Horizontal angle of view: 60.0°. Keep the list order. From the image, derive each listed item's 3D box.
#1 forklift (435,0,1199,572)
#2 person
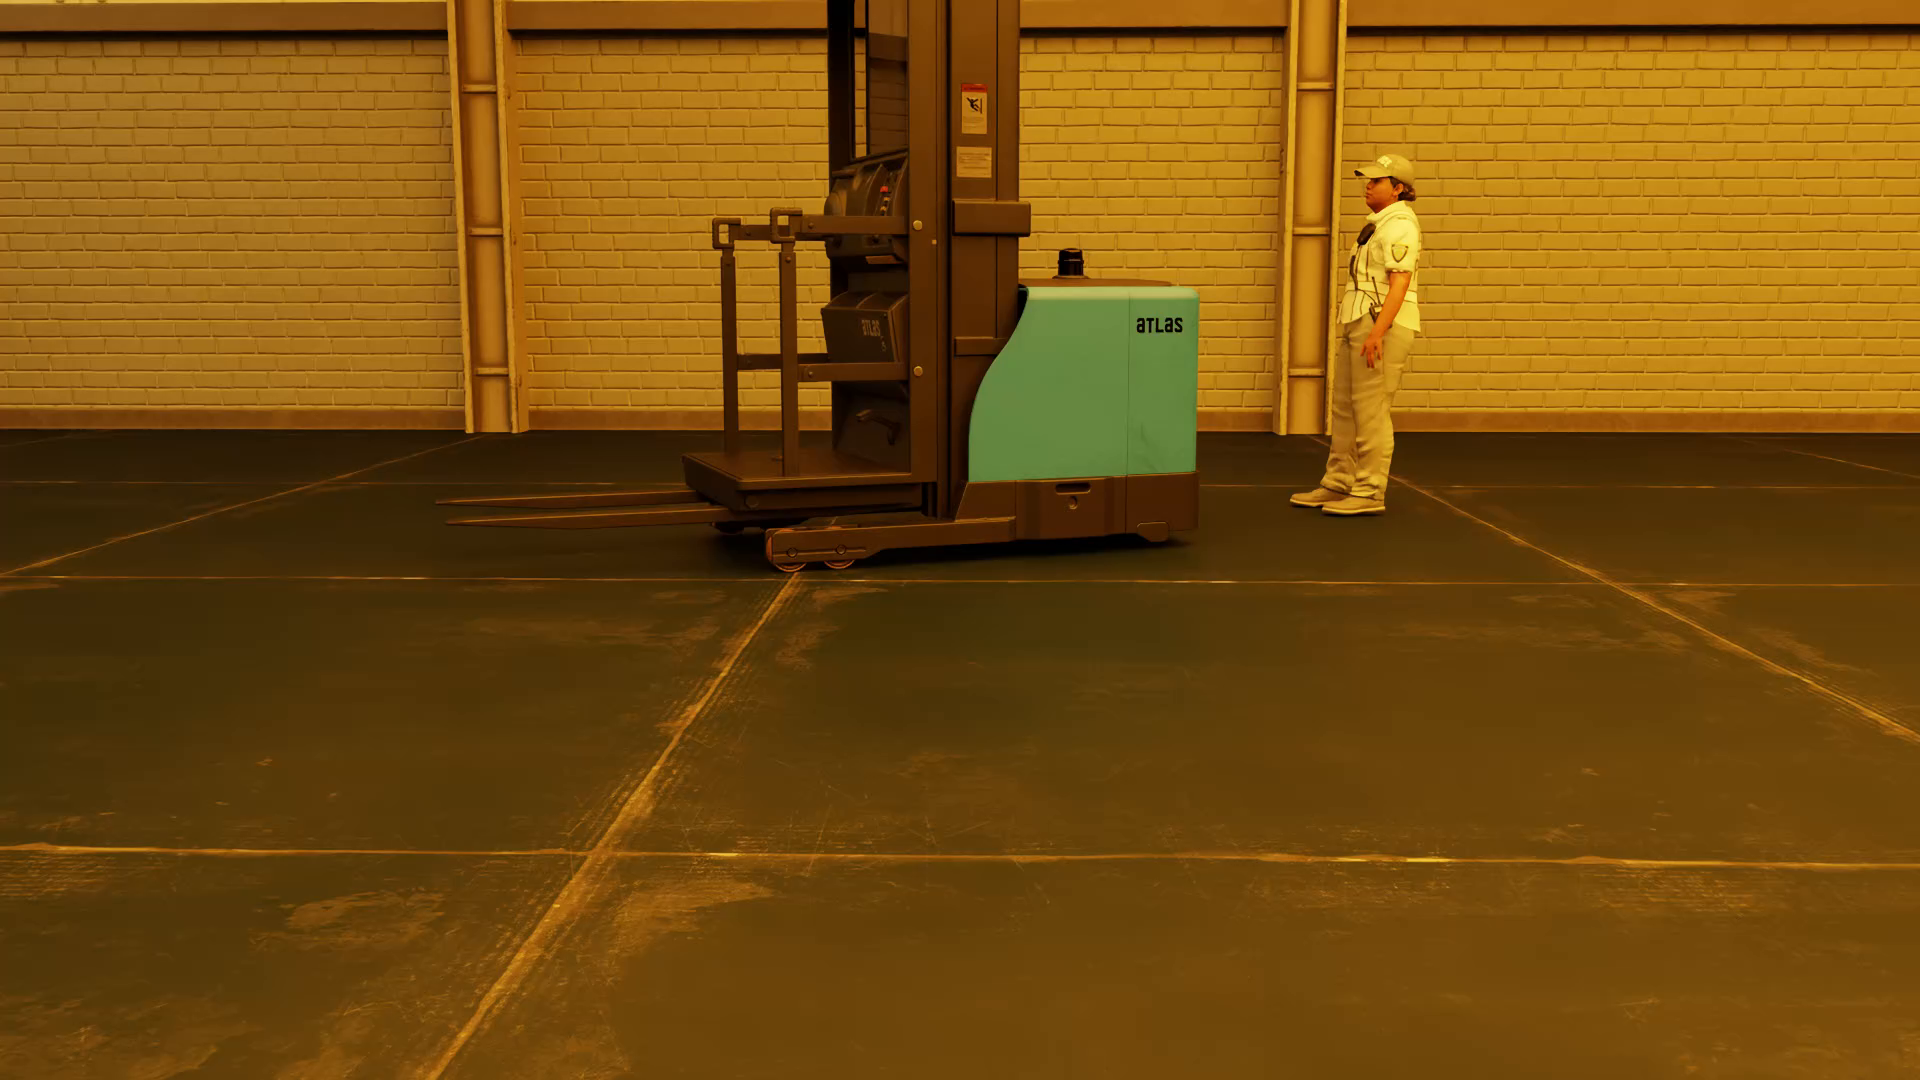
[{"bbox_3d":[-0.569,-1.416,6.694,3.031,2.935,1.130,-3,9,-20],"label":"forklift"},{"bbox_3d":[1.878,-0.960,7.837,0.528,1.670,0.599,1,9,4],"label":"person"}]
